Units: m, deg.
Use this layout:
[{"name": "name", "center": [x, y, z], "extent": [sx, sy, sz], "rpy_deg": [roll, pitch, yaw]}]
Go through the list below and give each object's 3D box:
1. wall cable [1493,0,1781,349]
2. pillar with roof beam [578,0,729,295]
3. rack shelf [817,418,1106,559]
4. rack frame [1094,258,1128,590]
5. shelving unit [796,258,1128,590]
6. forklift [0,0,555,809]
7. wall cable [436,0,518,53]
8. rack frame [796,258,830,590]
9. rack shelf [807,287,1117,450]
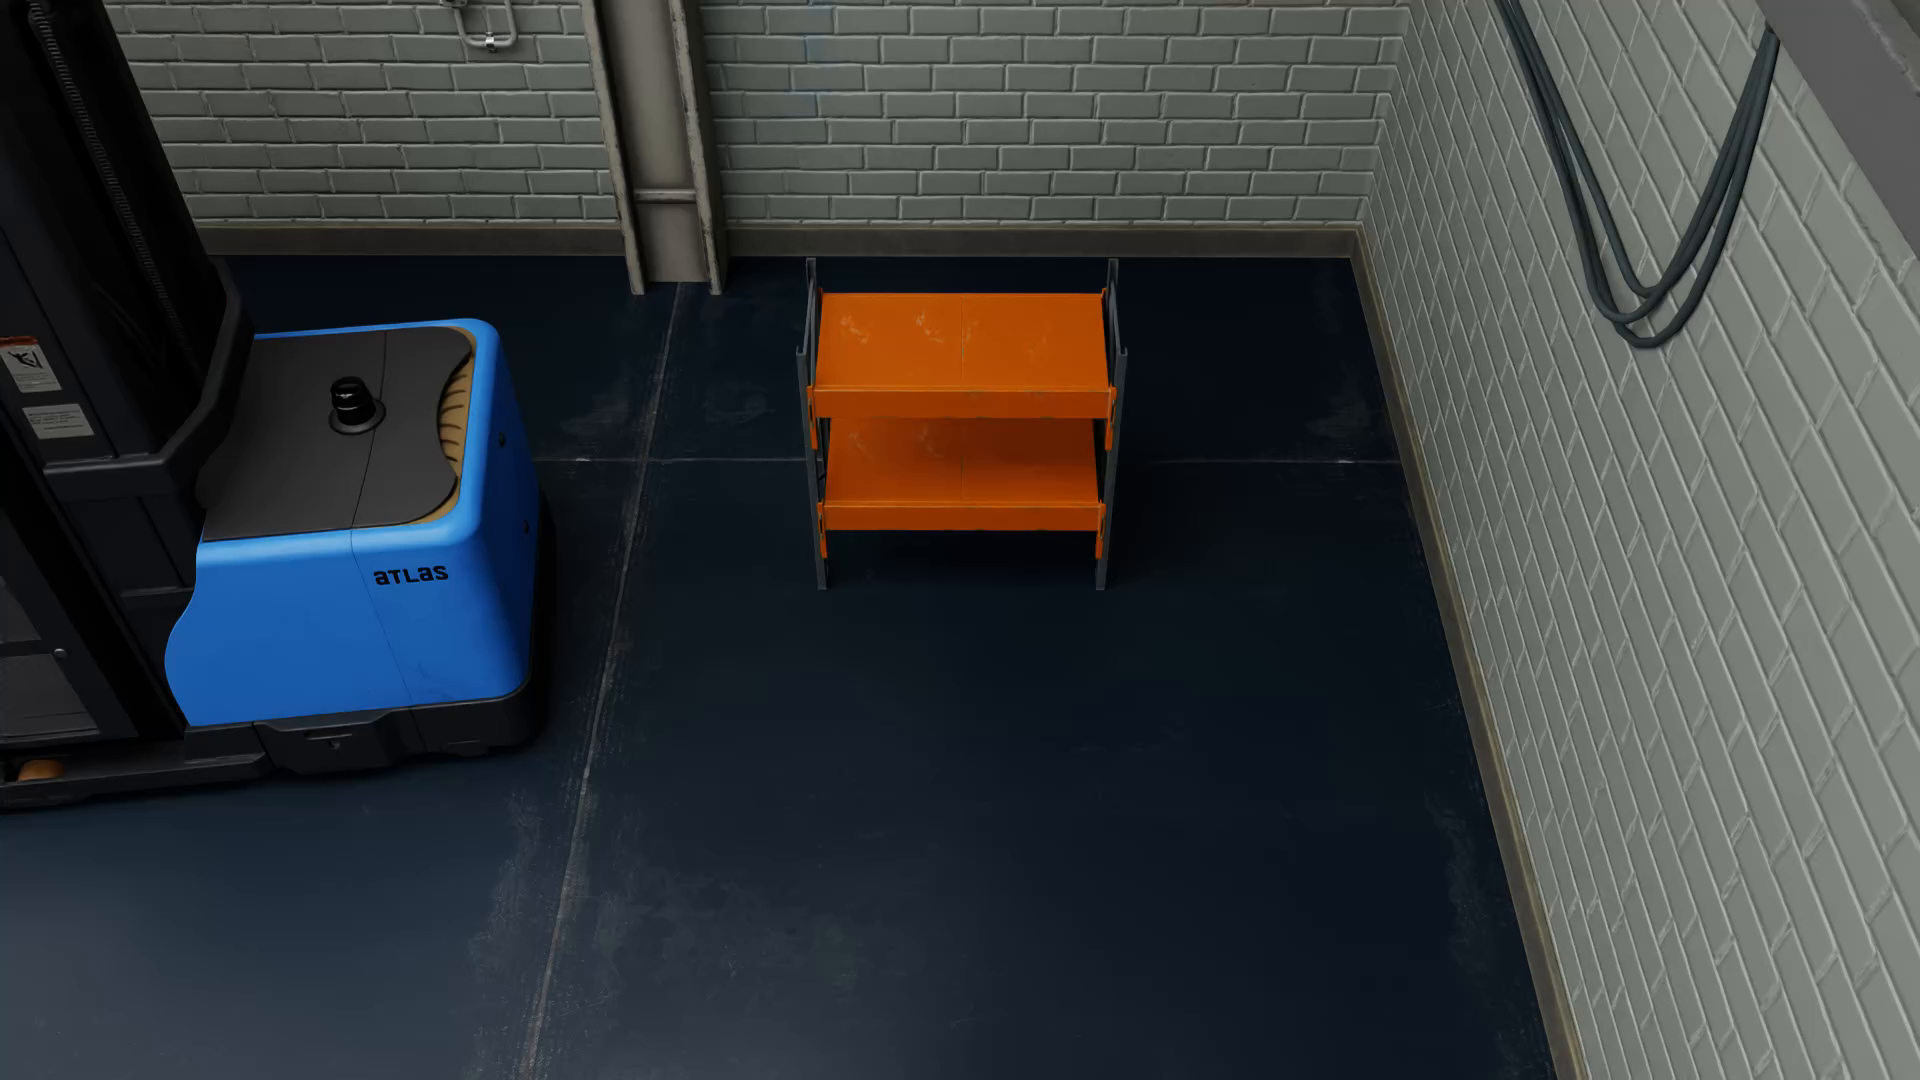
[{"name": "wall cable", "center": [1.720, -2.288, 4.353], "extent": [0.112, 2.526, 3.097], "rpy_deg": [0, 47, 0]}, {"name": "pillar with roof beam", "center": [-1.248, -1.097, 1.124], "extent": [0.400, 9.000, 9.100], "rpy_deg": [0, 47, 0]}, {"name": "rack shelf", "center": [0.007, -0.217, 6.017], "extent": [1.000, 0.278, 0.538], "rpy_deg": [0, 47, 0]}, {"name": "rack frame", "center": [0.515, -0.382, 5.837], "extent": [0.032, 1.125, 0.500], "rpy_deg": [0, 47, 0]}, {"name": "shelving unit", "center": [0.007, -0.383, 5.838], "extent": [1.048, 1.125, 0.538], "rpy_deg": [0, 47, 0]}, {"name": "forklift", "center": [-2.952, -0.525, 4.736], "extent": [3.031, 2.935, 1.130], "rpy_deg": [-5, 47, -5]}, {"name": "wall cable", "center": [-2.651, -2.614, 5.940], "extent": [1.851, 1.984, 0.084], "rpy_deg": [0, 47, 0]}, {"name": "rack frame", "center": [-0.502, -0.385, 5.840], "extent": [0.032, 1.125, 0.500], "rpy_deg": [0, 47, 0]}, {"name": "rack shelf", "center": [0.007, -0.583, 5.624], "extent": [1.000, 0.278, 0.538], "rpy_deg": [0, 47, 0]}]
